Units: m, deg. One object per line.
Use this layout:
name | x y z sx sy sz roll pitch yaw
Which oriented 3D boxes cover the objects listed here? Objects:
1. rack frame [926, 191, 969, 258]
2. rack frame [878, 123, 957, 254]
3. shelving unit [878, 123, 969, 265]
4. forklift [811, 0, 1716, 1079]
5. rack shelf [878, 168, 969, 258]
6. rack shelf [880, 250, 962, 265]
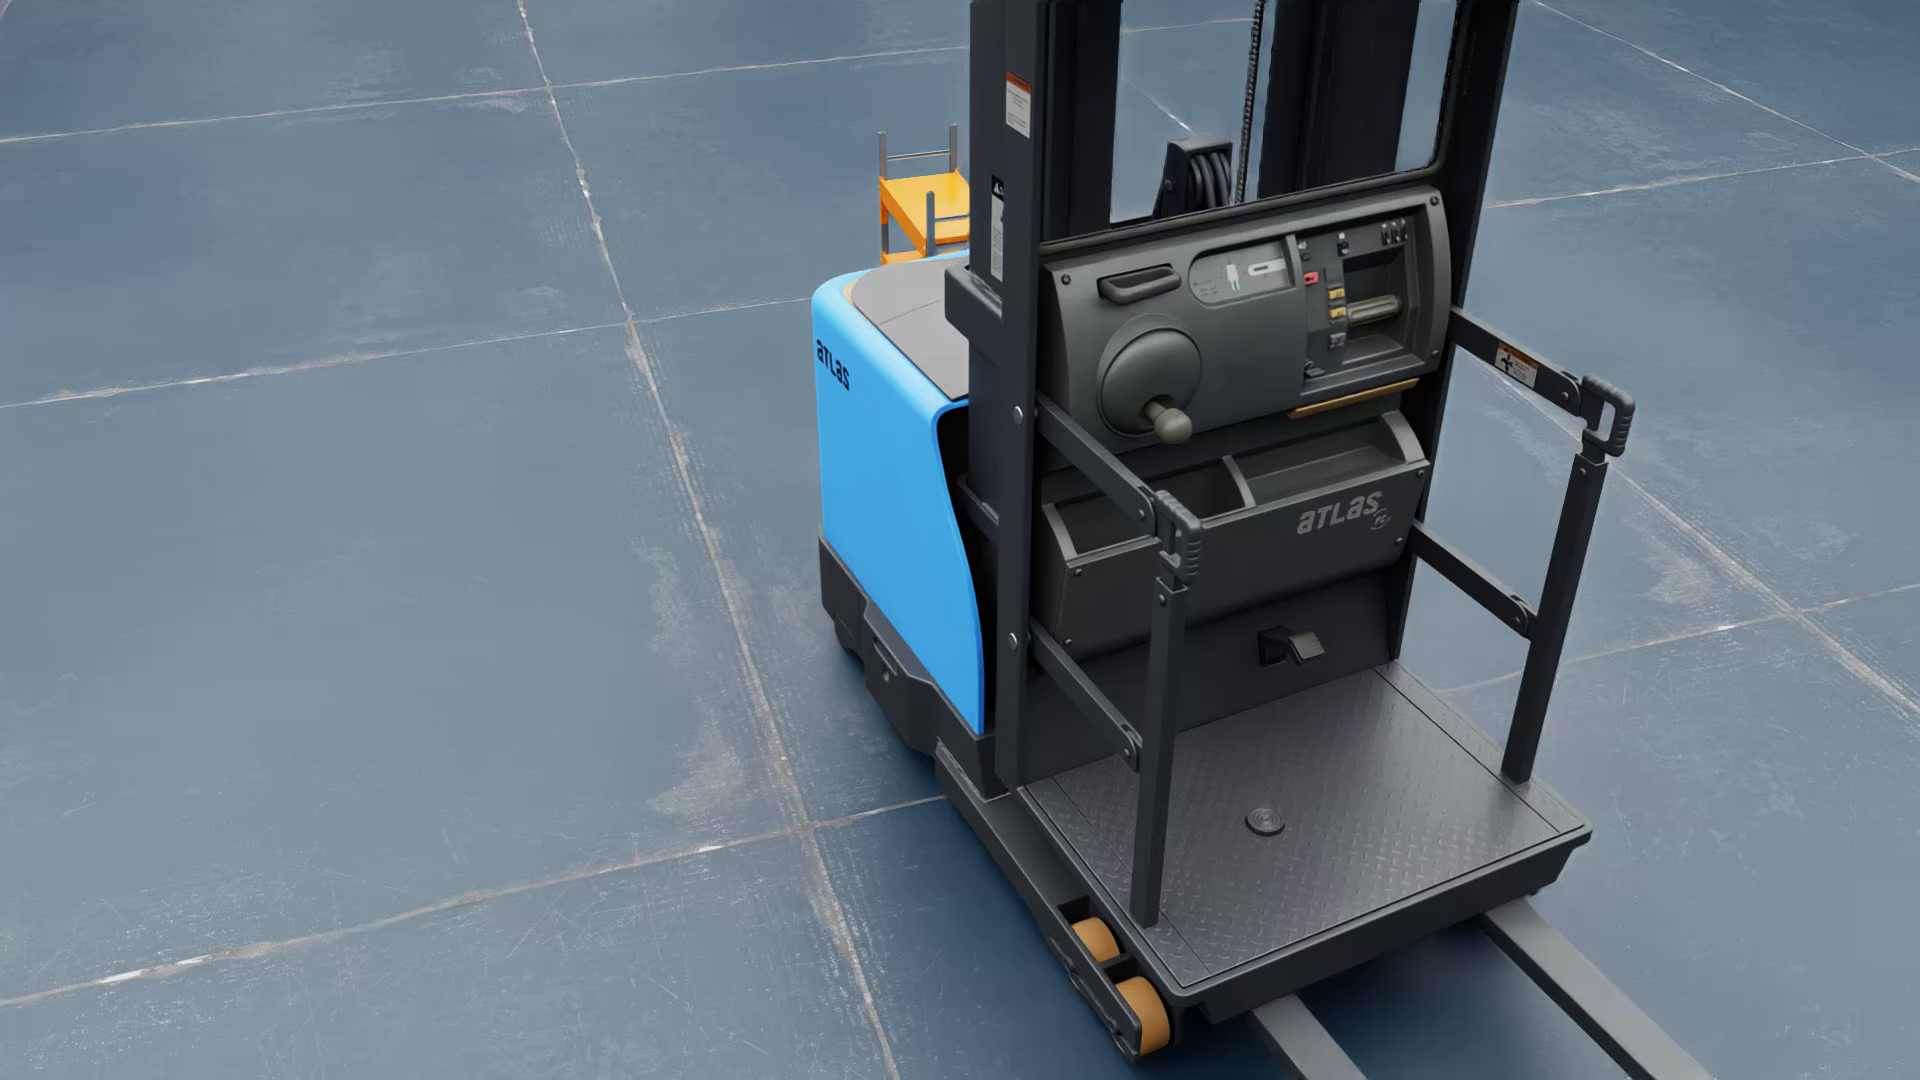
rack frame | 0.024 -0.459 4.857 0.240 1.200 0.015 -10 35 -15
rack frame | -0.125 -0.716 5.245 0.240 1.200 0.015 -10 35 -15
shelving unit | -0.050 -0.587 5.051 0.258 1.200 0.503 -10 35 -15
forklift | 0.702 -0.396 3.191 1.130 2.935 3.031 -15 36 -22
rack shelf | -0.050 -0.915 4.834 0.258 0.148 0.480 -10 35 -15
rack shelf | -0.050 -0.718 4.965 0.258 0.148 0.480 -10 35 -15
